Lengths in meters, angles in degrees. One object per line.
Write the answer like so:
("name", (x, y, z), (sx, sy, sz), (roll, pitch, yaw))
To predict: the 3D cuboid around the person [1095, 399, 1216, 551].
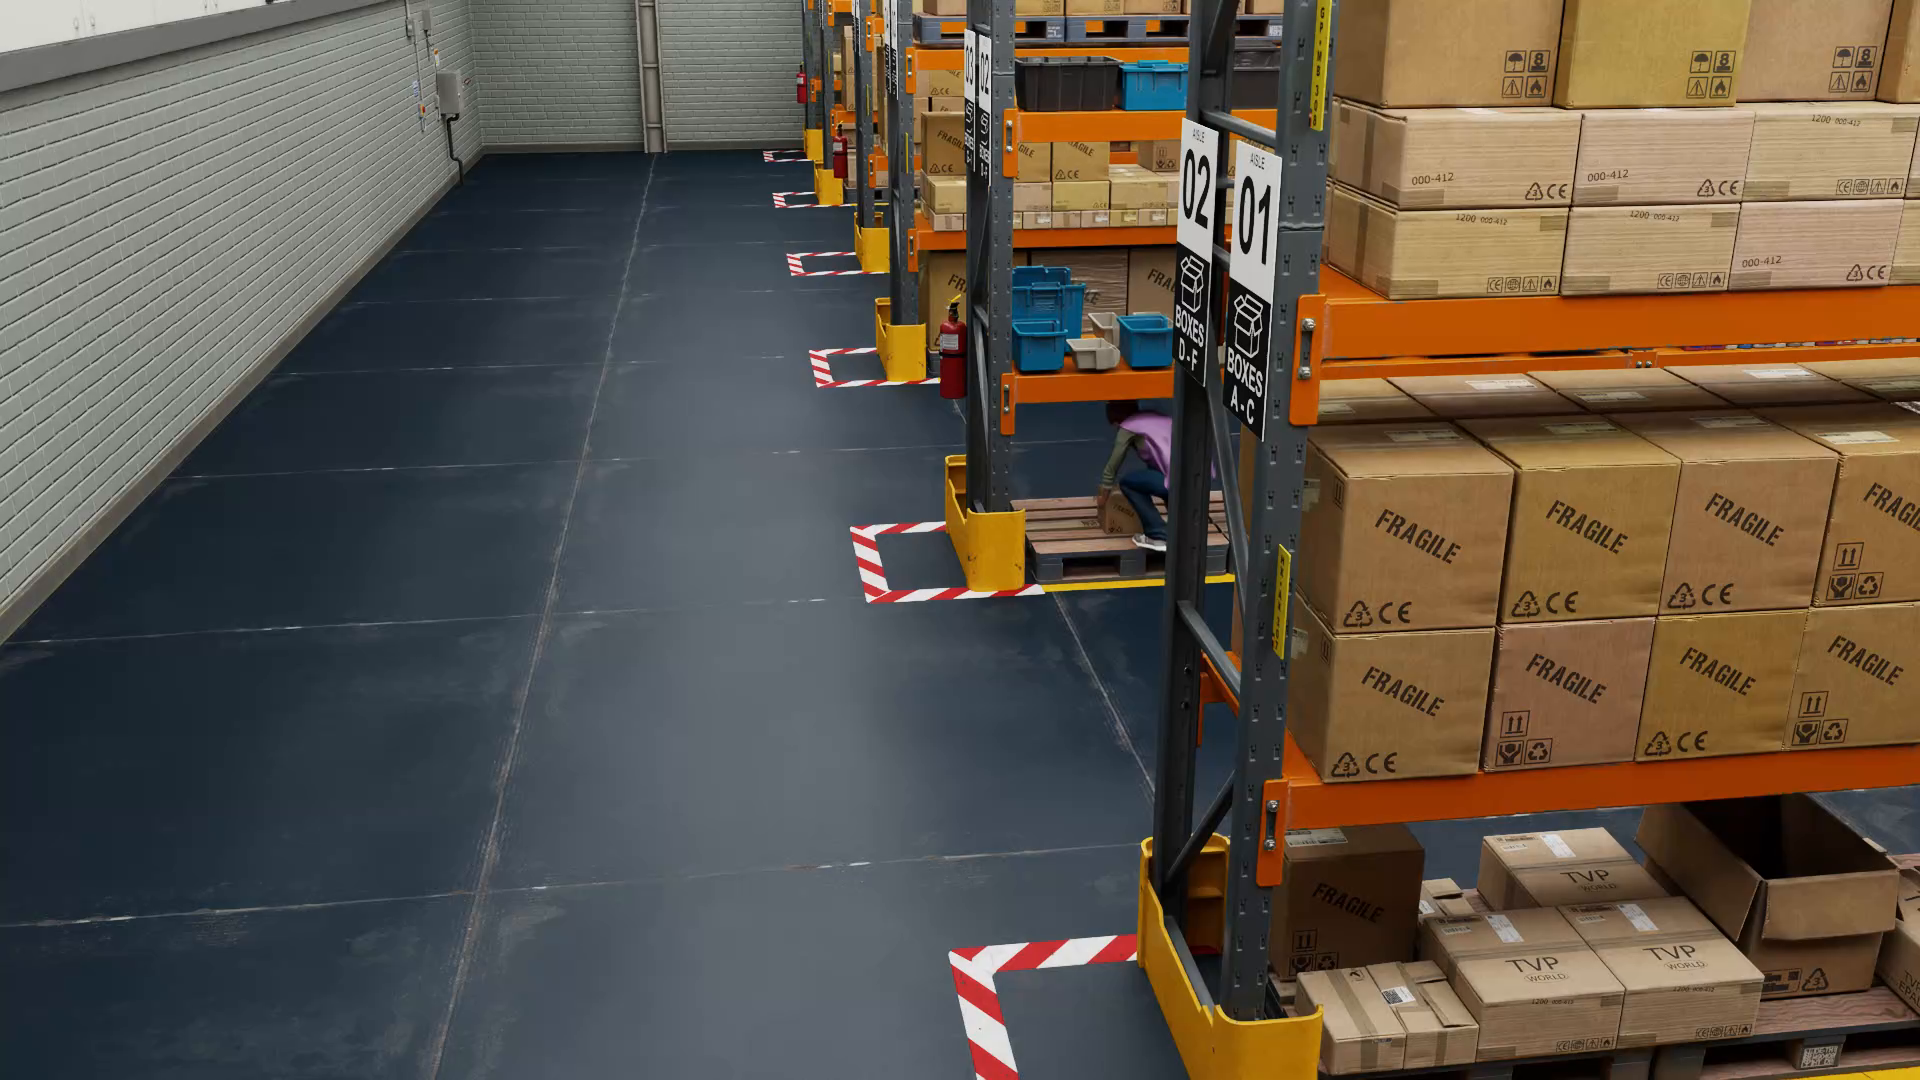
("person", (1.186, -0.398, 10.100), (0.442, 0.880, 0.792), (-14, 24, -33))
